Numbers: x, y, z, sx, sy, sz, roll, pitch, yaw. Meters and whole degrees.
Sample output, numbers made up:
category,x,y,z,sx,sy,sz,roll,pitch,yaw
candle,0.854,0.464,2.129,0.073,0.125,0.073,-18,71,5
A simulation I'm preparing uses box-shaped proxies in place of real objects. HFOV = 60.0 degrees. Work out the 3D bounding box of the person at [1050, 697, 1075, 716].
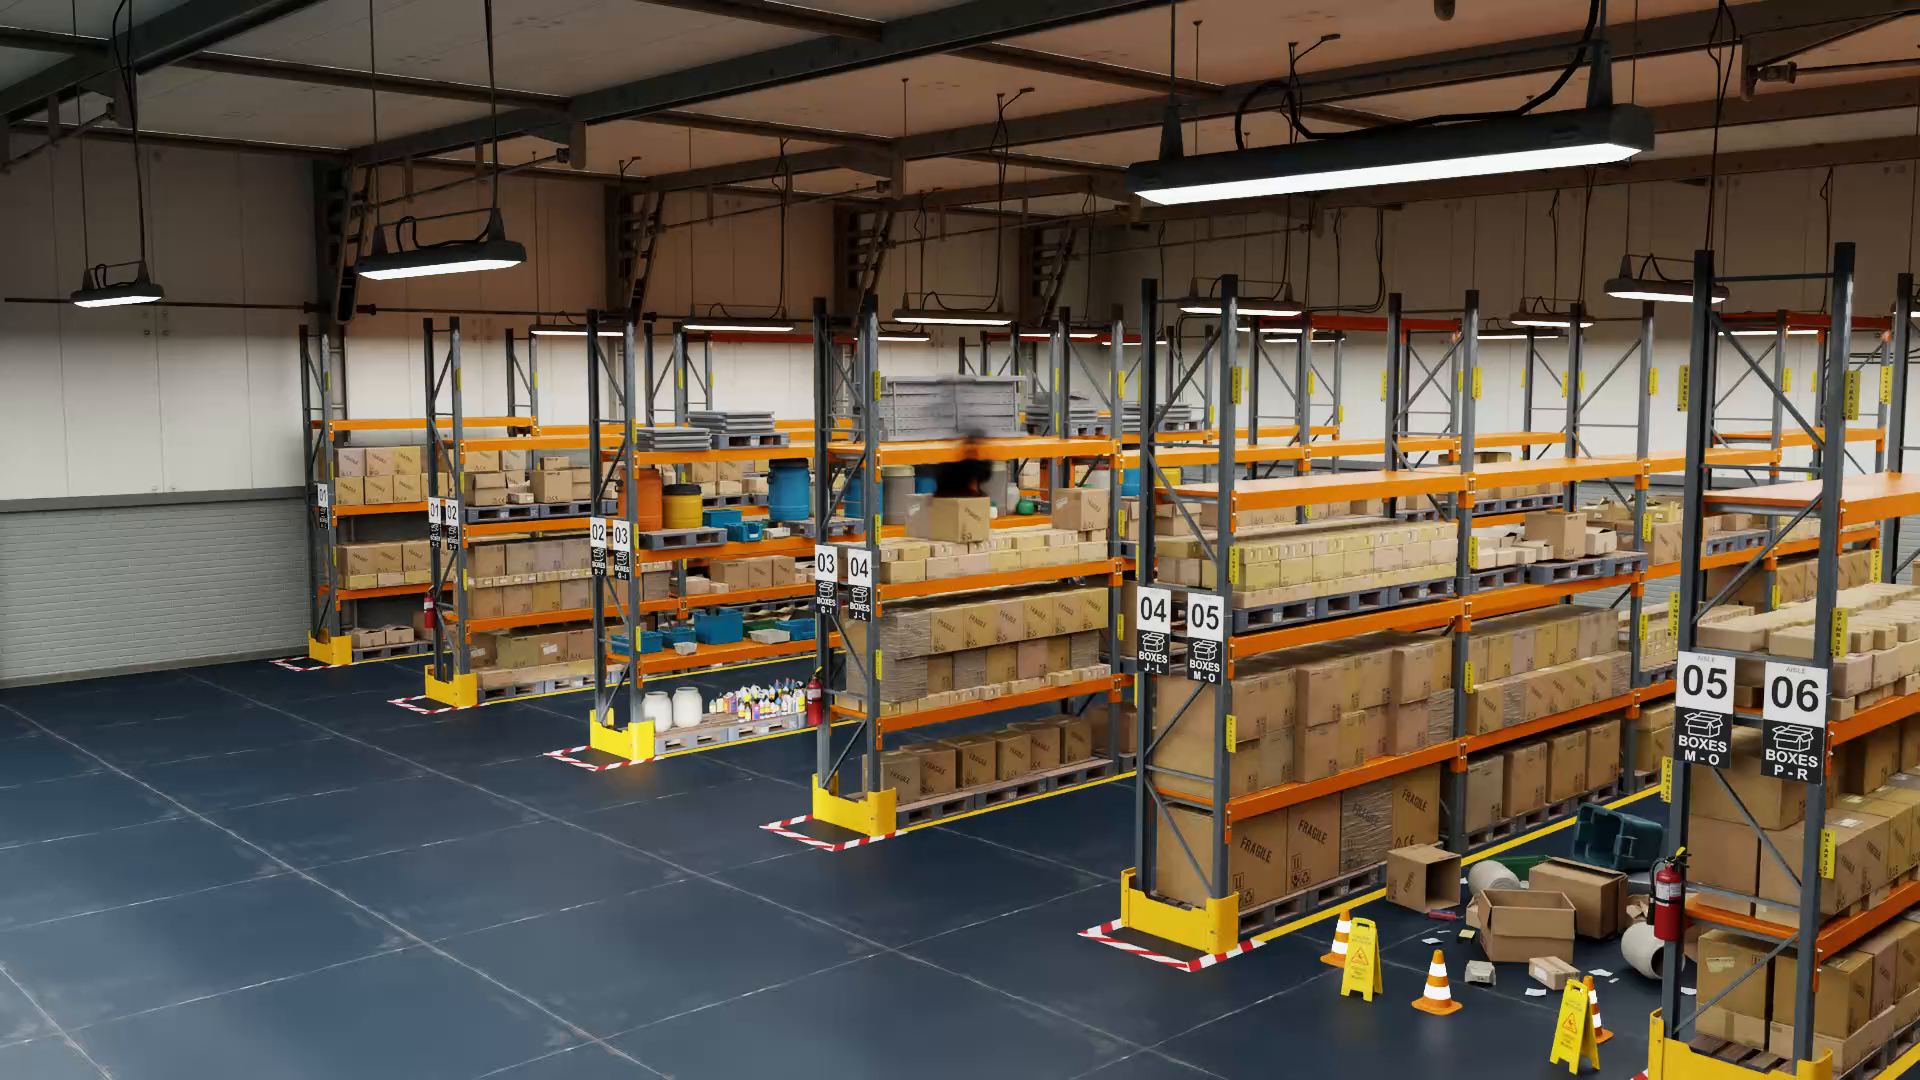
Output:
category,x,y,z,sx,sy,sz,roll,pitch,yaw
person,1.546,1.926,23.928,0.650,1.678,0.652,4,7,37
